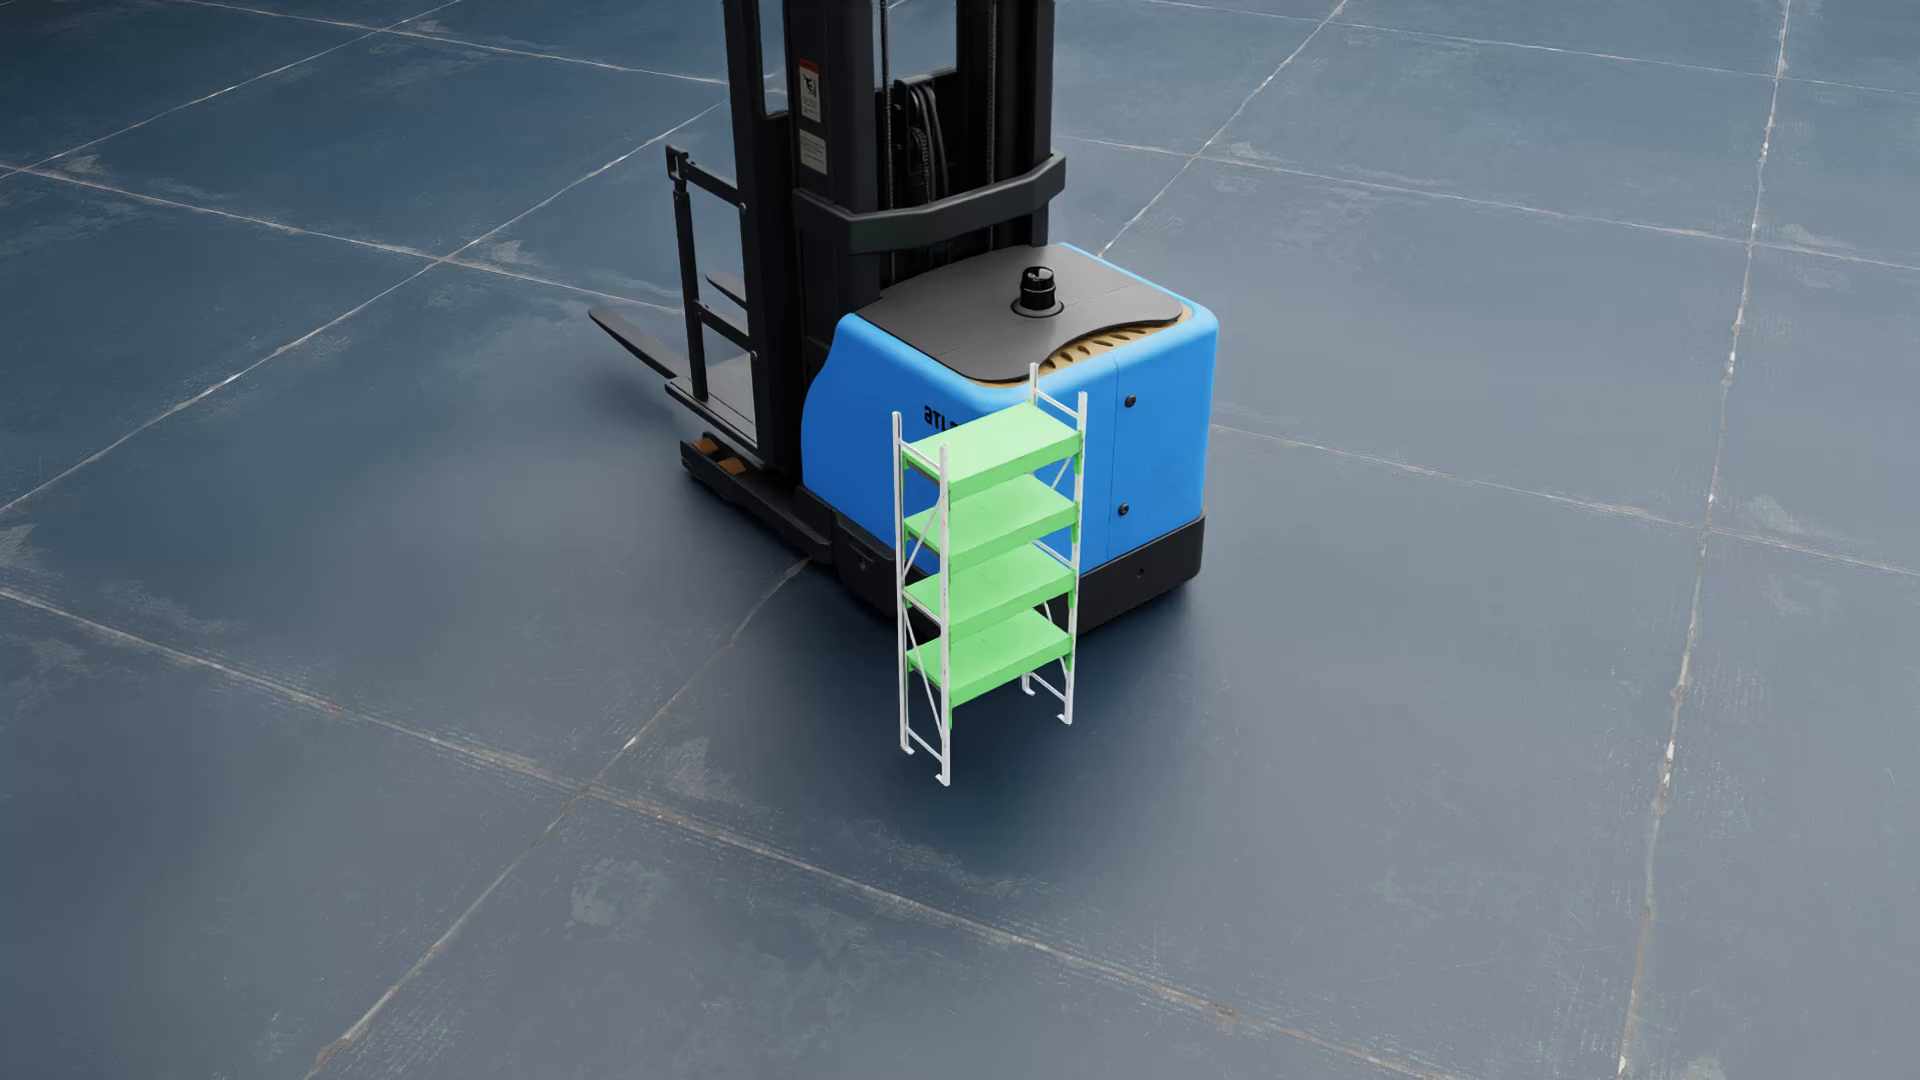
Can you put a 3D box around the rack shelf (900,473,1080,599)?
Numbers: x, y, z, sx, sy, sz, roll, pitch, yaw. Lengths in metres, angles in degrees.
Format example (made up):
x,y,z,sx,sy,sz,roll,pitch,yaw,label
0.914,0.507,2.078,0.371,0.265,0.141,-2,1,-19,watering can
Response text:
x,y,z,sx,sy,sz,roll,pitch,yaw,label
0.086,-0.028,4.877,0.480,0.148,0.258,-22,39,-30,rack shelf

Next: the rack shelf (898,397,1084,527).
x,y,z,sx,sy,sz,roll,pitch,yaw,label
0.086,-0.228,4.745,0.480,0.148,0.258,-22,39,-30,rack shelf

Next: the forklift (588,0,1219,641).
x,y,z,sx,sy,sz,roll,pitch,yaw,label
-0.450,-1.532,5.914,1.130,2.935,3.031,-24,40,-32,forklift

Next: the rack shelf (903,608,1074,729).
x,y,z,sx,sy,sz,roll,pitch,yaw,label
0.086,0.374,5.140,0.480,0.148,0.258,-22,39,-30,rack shelf

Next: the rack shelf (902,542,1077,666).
x,y,z,sx,sy,sz,roll,pitch,yaw,label
0.086,0.173,5.009,0.480,0.148,0.258,-22,39,-30,rack shelf

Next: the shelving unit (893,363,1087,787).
x,y,z,sx,sy,sz,roll,pitch,yaw,label
0.086,0.119,4.974,0.503,1.200,0.258,-22,39,-30,shelving unit

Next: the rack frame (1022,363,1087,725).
x,y,z,sx,sy,sz,roll,pitch,yaw,label
0.282,0.039,5.096,0.015,1.200,0.240,-22,39,-30,rack frame

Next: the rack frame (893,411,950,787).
x,y,z,sx,sy,sz,roll,pitch,yaw,label
-0.109,0.200,4.851,0.015,1.200,0.240,-22,39,-30,rack frame
